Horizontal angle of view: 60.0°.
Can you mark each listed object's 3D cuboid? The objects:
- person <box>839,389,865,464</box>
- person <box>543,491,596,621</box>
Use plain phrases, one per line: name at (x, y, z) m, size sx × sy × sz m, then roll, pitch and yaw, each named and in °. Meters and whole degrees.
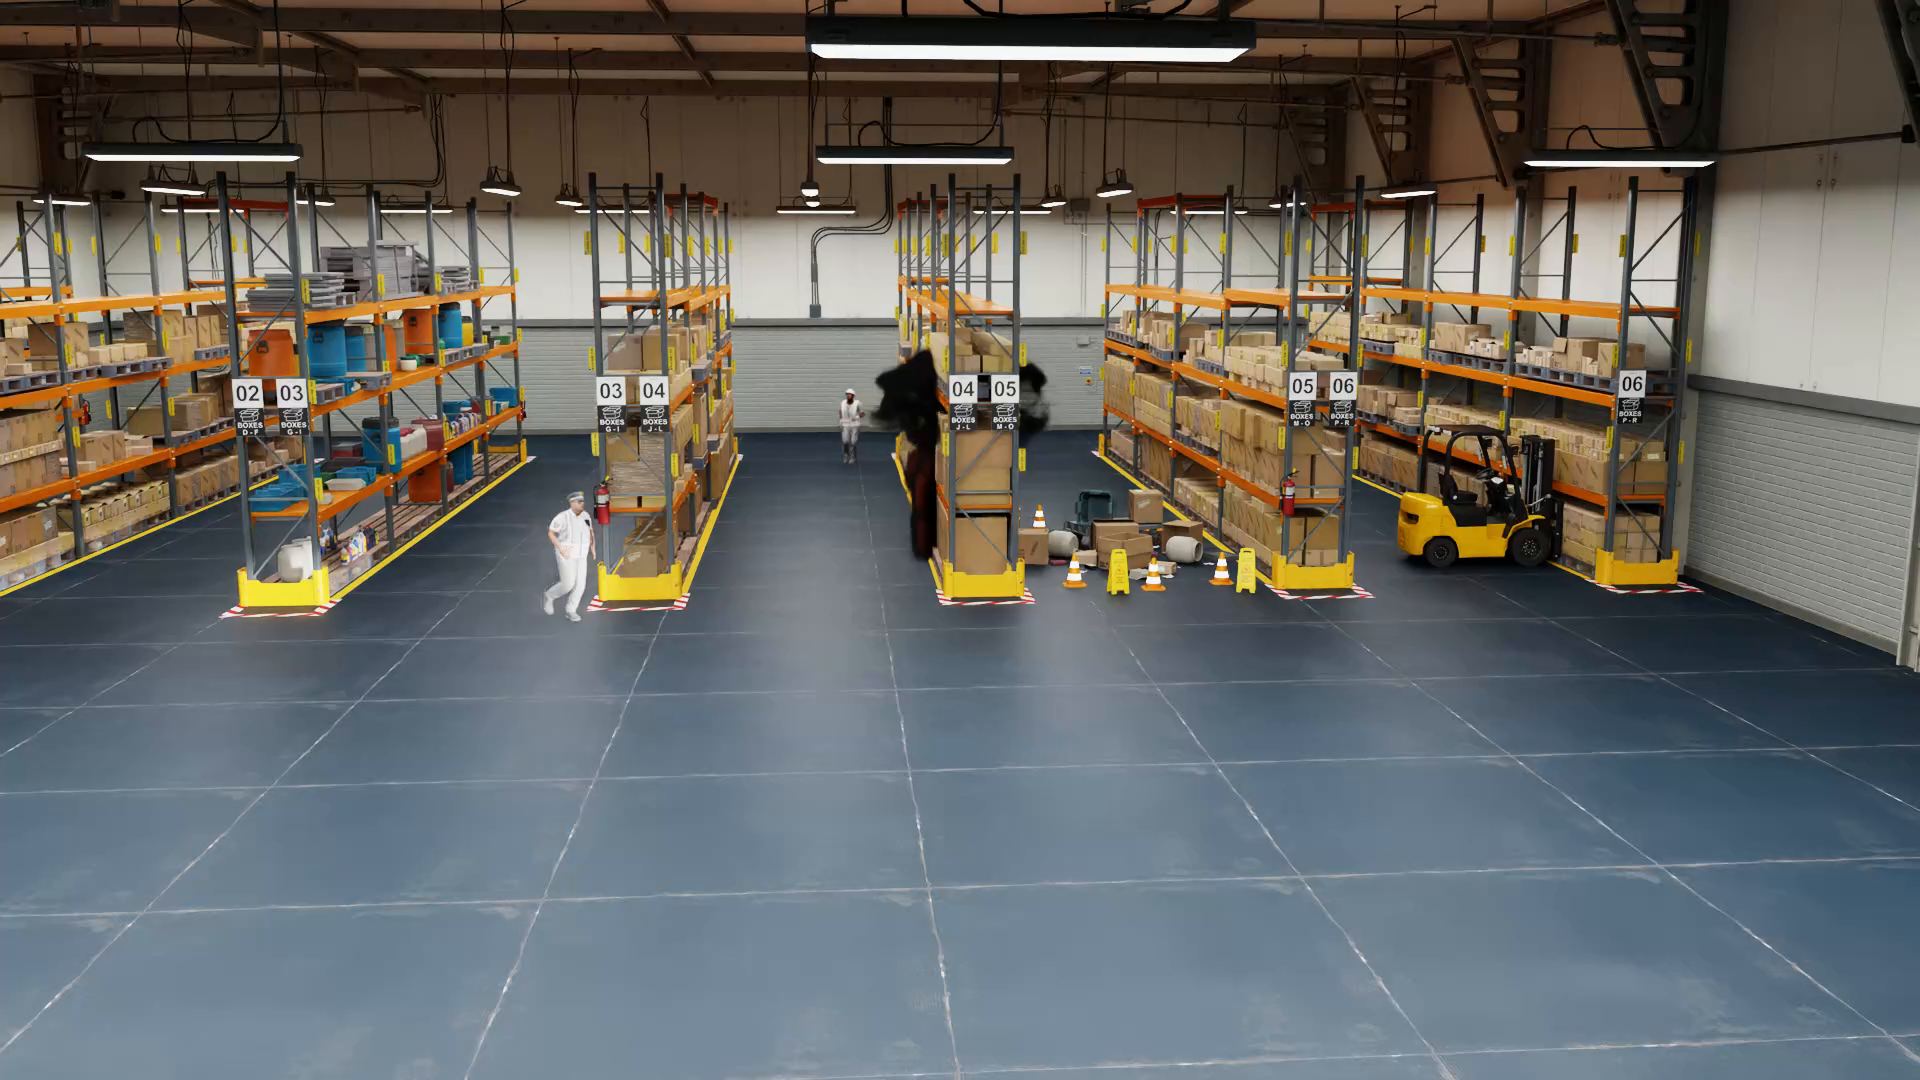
person at (-2.529, -2.616, 38.419) m, size 0.658 × 1.746 × 0.625 m, roll 2°, pitch 10°, yaw 9°
person at (-5.280, 0.190, 22.675) m, size 0.644 × 1.735 × 0.709 m, roll 8°, pitch 13°, yaw 40°
